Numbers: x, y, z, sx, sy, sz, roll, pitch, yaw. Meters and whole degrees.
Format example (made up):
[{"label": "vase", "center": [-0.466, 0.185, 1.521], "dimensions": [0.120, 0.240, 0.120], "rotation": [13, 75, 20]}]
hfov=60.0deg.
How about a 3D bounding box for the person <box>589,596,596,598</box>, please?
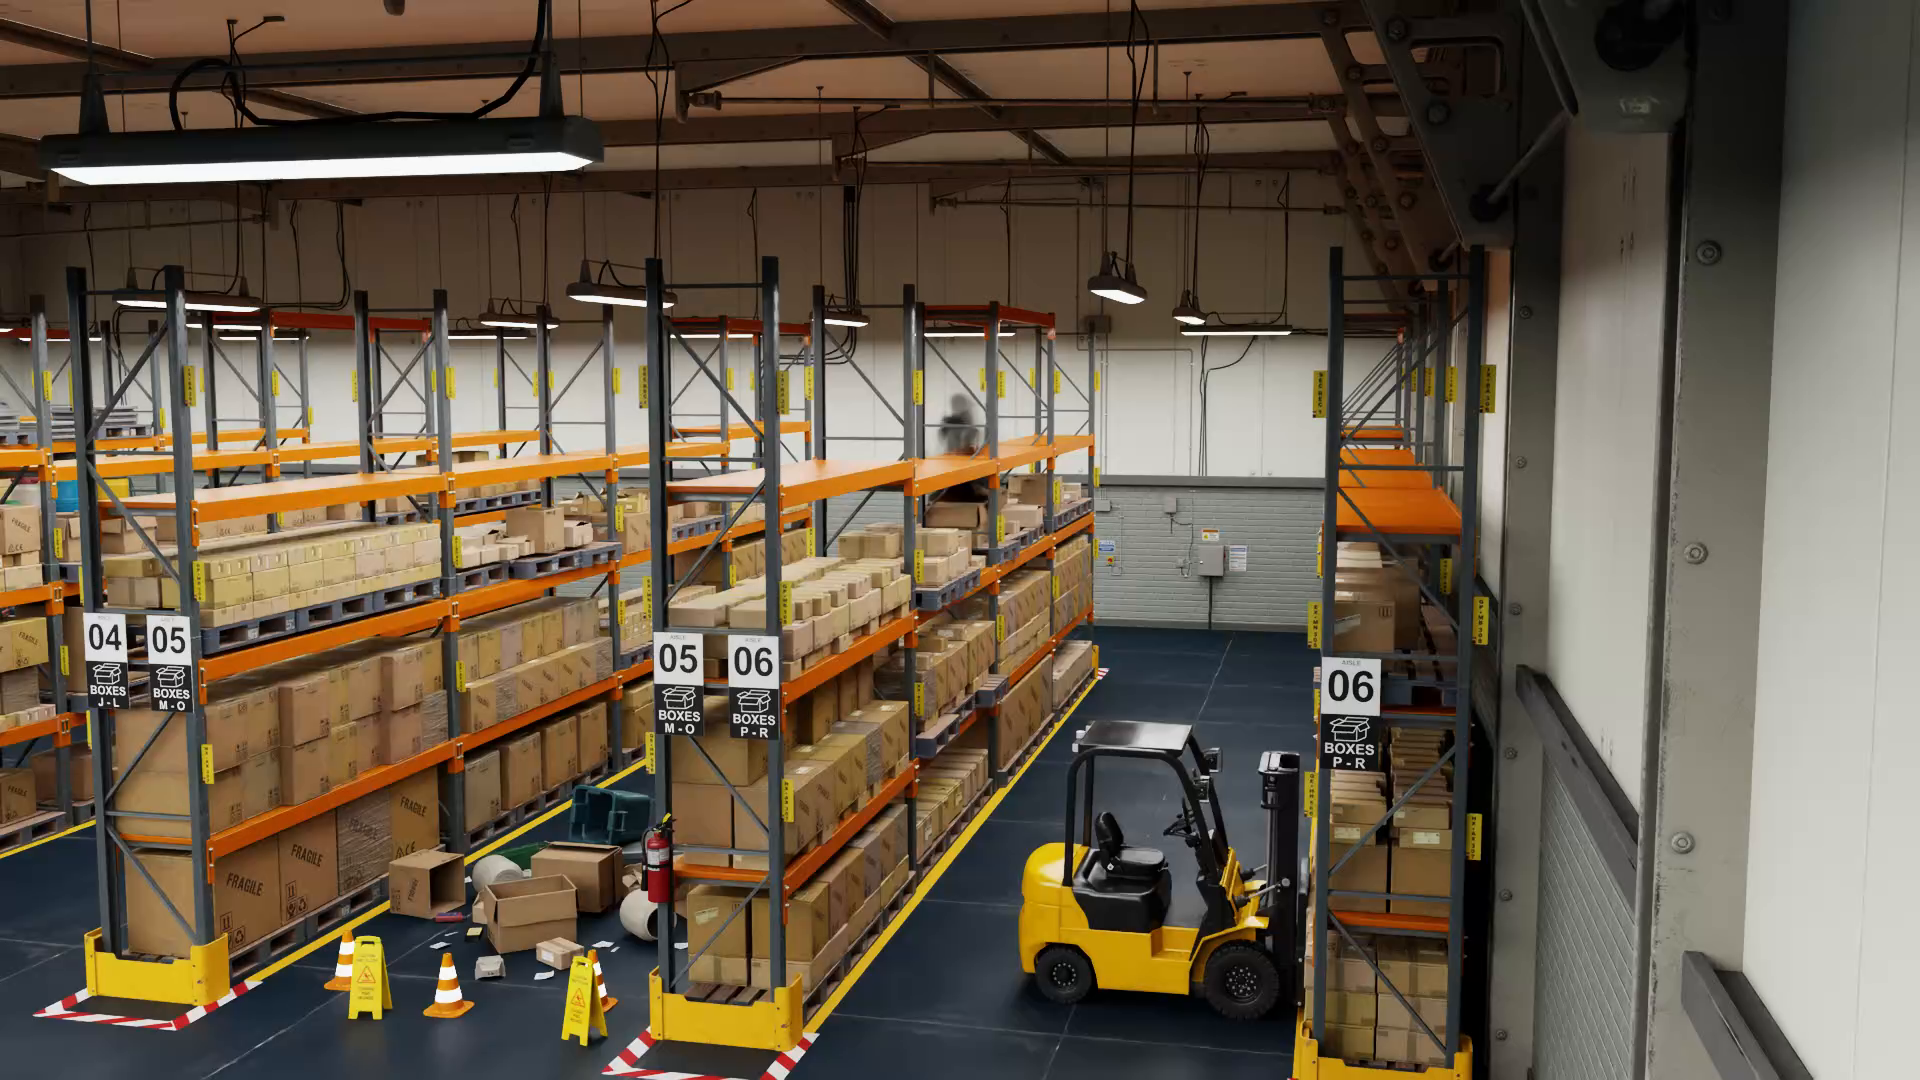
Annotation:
[{"label": "person", "center": [-5.632, 1.731, 25.467], "dimensions": [0.711, 1.769, 0.900], "rotation": [1, 6, 13]}]
